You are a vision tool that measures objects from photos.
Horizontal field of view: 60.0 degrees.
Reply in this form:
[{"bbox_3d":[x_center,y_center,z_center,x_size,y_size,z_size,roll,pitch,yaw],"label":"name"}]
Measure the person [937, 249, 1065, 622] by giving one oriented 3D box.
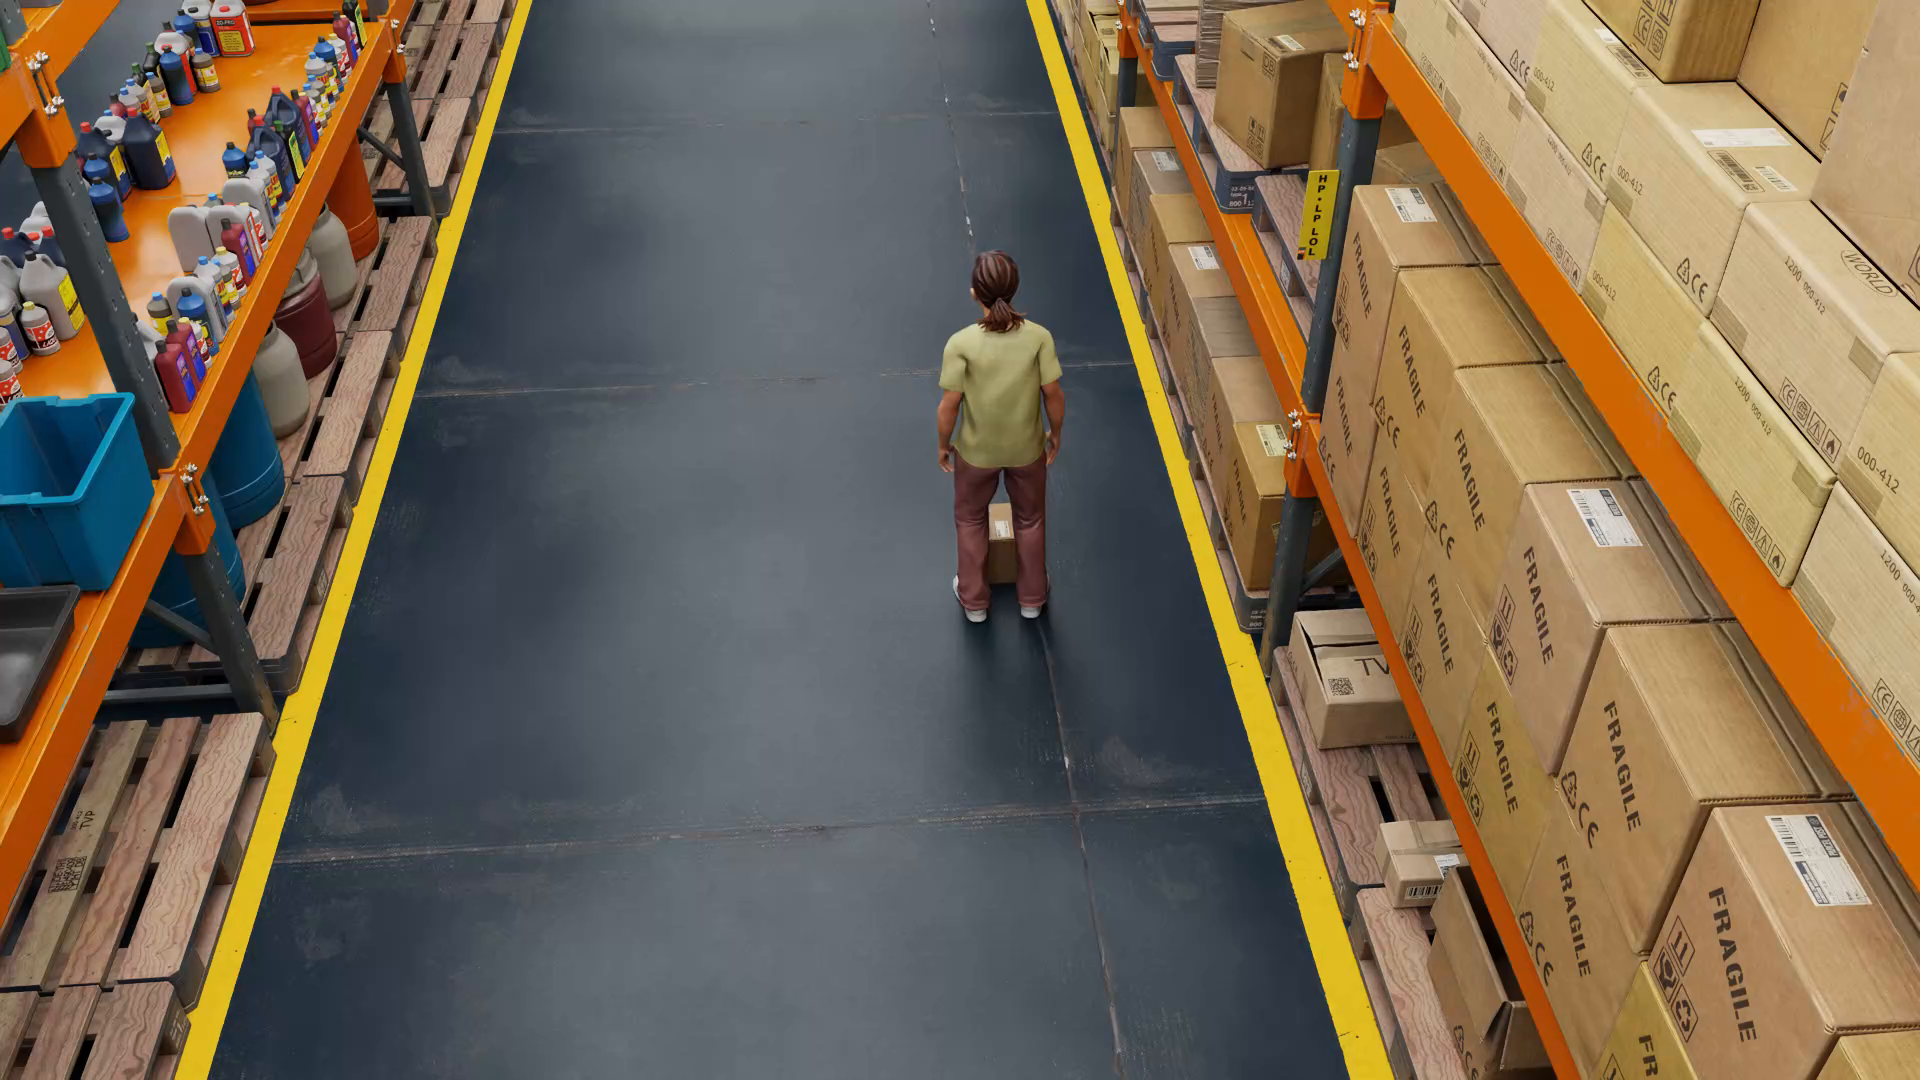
[{"bbox_3d":[0.153,-0.376,6.616,0.500,1.672,0.362,-4,39,-5],"label":"person"}]
